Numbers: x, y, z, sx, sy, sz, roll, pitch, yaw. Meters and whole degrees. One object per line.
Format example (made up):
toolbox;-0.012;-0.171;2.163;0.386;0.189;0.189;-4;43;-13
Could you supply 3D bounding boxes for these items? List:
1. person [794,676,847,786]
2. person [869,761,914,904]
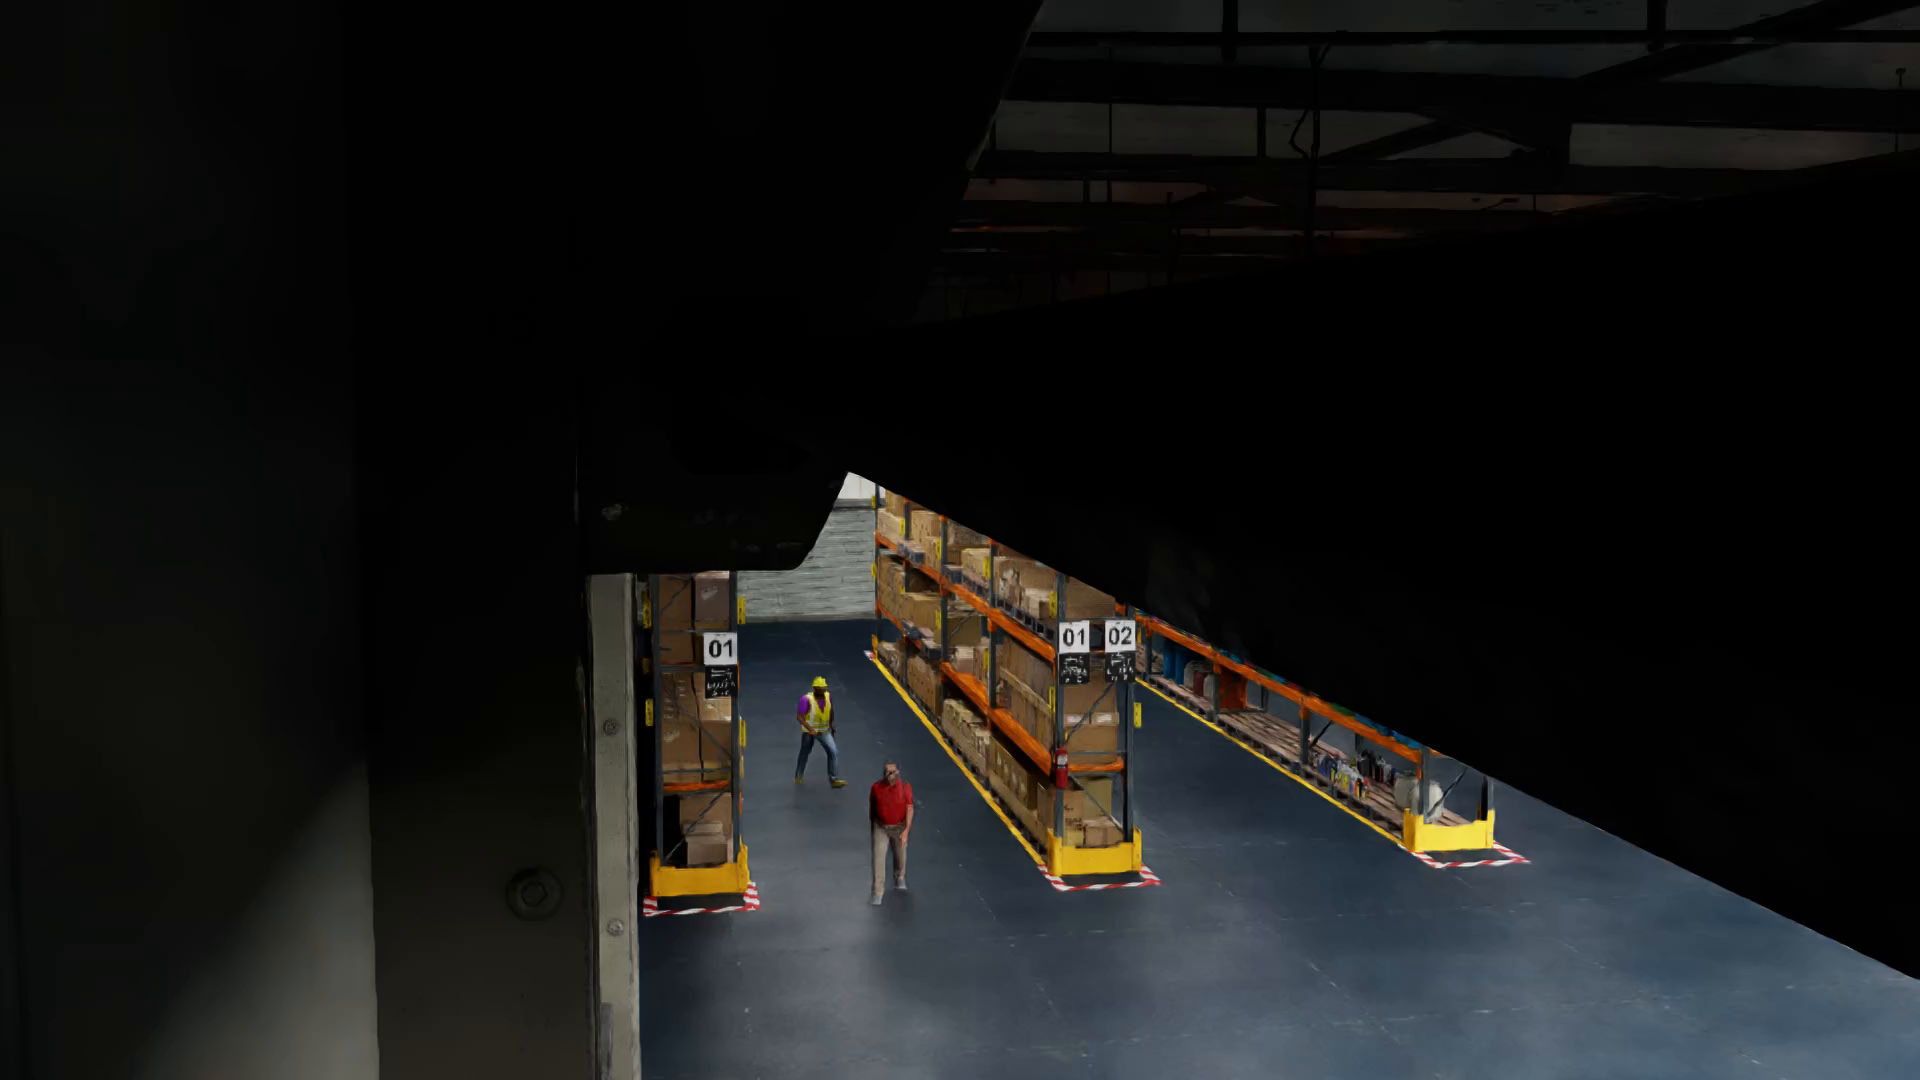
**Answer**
person;-2.186;2.889;25.268;0.708;1.701;0.843;-3;7;-27
person;-0.819;3.450;19.877;0.534;1.657;1.041;0;6;-1
